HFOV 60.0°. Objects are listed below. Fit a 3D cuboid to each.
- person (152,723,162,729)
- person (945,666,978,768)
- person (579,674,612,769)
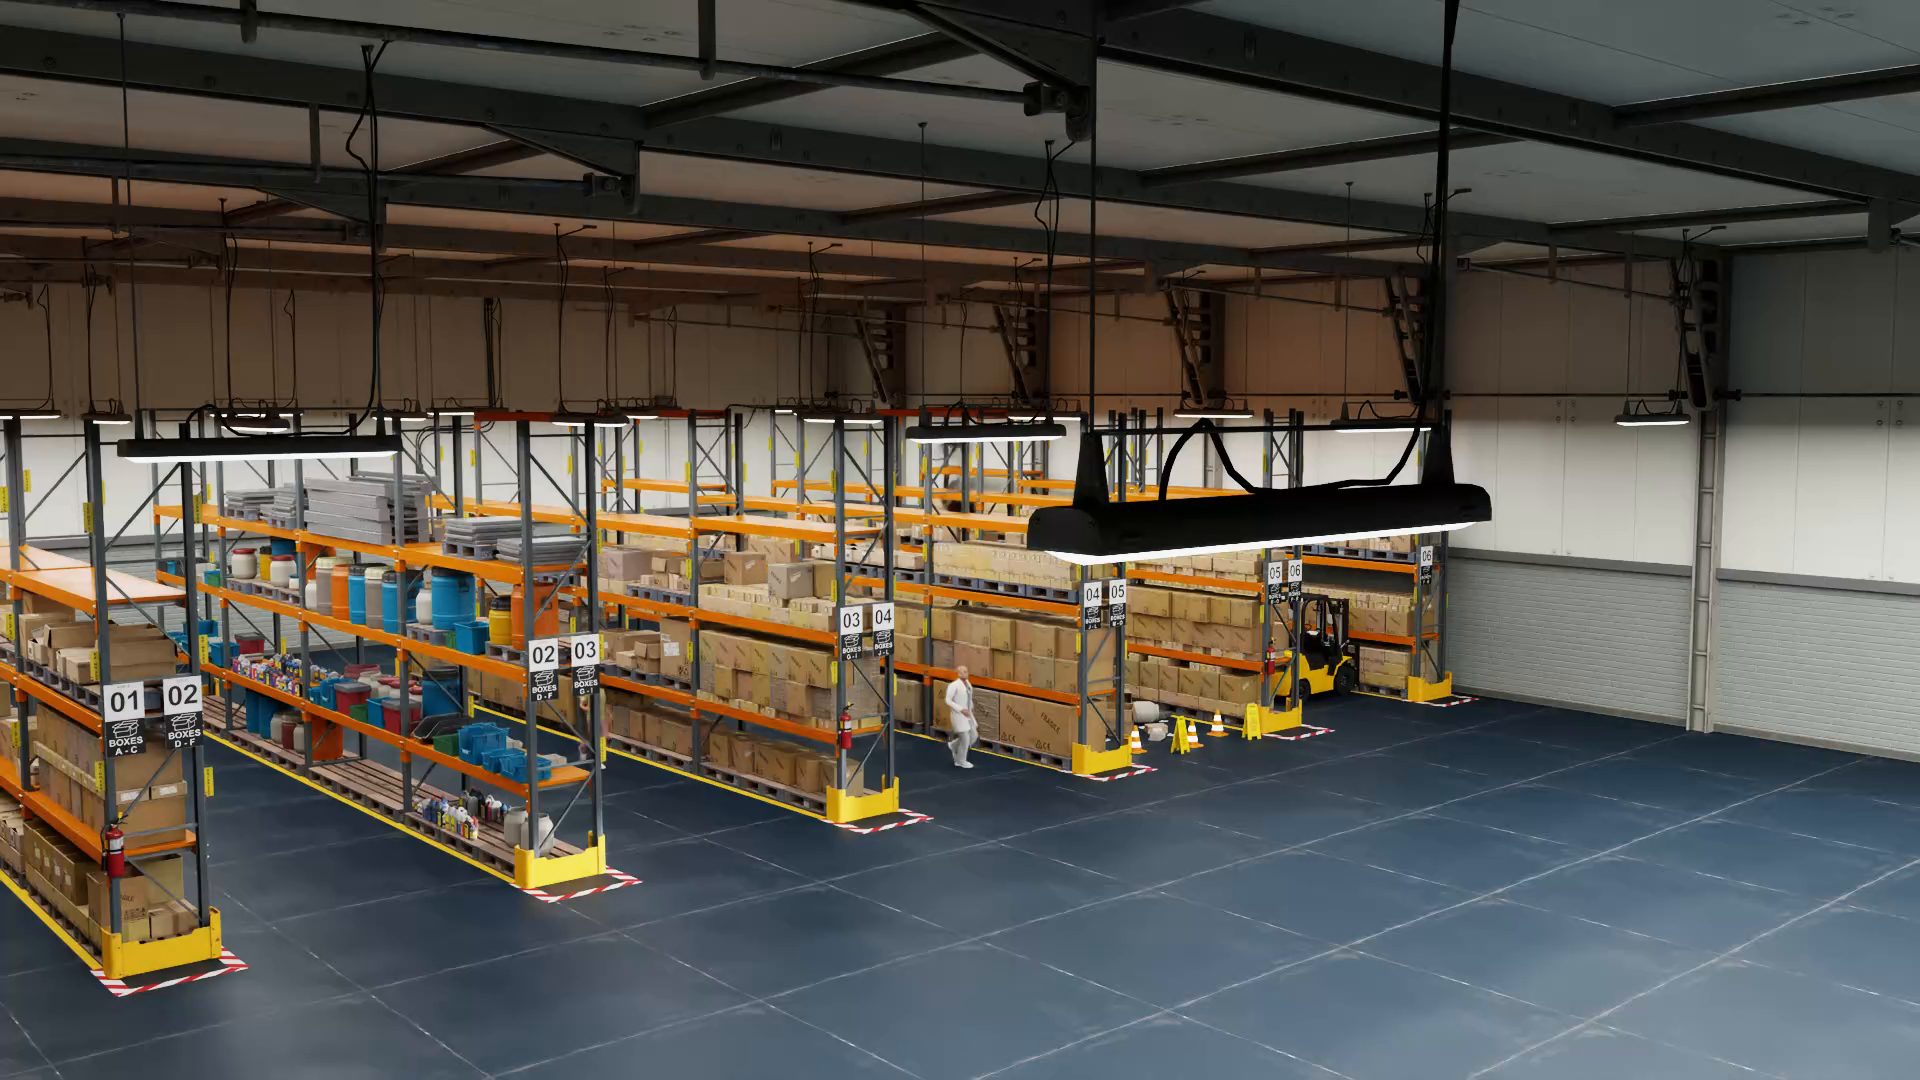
[{"bbox_3d":[-13.355,3.095,27.059,0.640,1.727,0.718,5,7,42],"label":"person"},{"bbox_3d":[-0.003,2.990,28.179,0.638,1.740,0.718,4,6,36],"label":"person"},{"bbox_3d":[-6.187,3.045,28.156,0.619,1.626,0.574,4,6,37],"label":"person"}]
